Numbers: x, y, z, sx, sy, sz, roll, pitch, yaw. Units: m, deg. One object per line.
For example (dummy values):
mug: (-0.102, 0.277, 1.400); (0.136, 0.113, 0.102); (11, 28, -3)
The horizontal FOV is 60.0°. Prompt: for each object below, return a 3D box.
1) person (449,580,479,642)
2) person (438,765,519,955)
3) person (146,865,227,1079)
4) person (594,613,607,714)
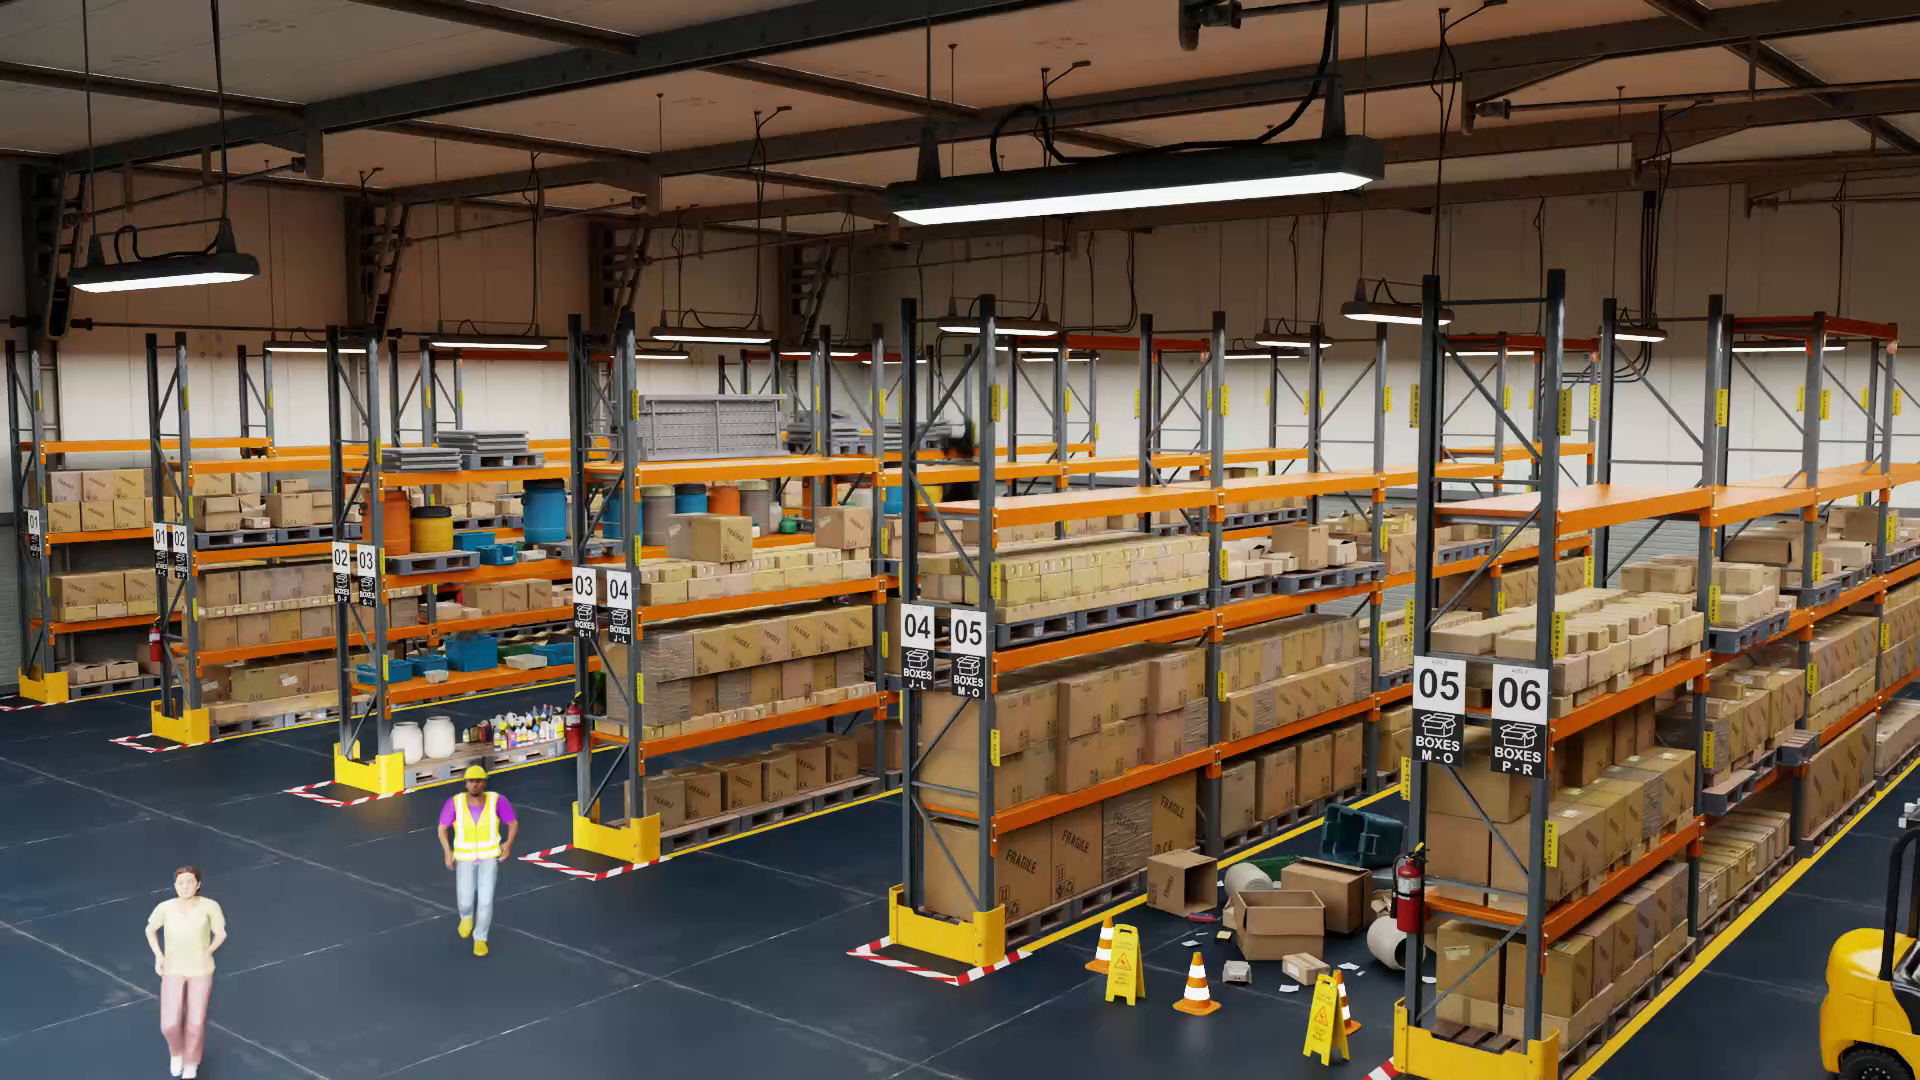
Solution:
person: (-9.214, 1.526, 31.060); (0.631, 1.798, 0.768); (3, 6, 28)
person: (-4.450, 2.925, 15.389); (0.719, 1.738, 0.578); (-2, 5, -17)
person: (-5.748, 3.230, 12.367); (0.555, 1.628, 0.556); (-2, 6, -22)
person: (-5.757, 1.870, 26.847); (0.602, 1.838, 0.801); (4, 7, 38)
